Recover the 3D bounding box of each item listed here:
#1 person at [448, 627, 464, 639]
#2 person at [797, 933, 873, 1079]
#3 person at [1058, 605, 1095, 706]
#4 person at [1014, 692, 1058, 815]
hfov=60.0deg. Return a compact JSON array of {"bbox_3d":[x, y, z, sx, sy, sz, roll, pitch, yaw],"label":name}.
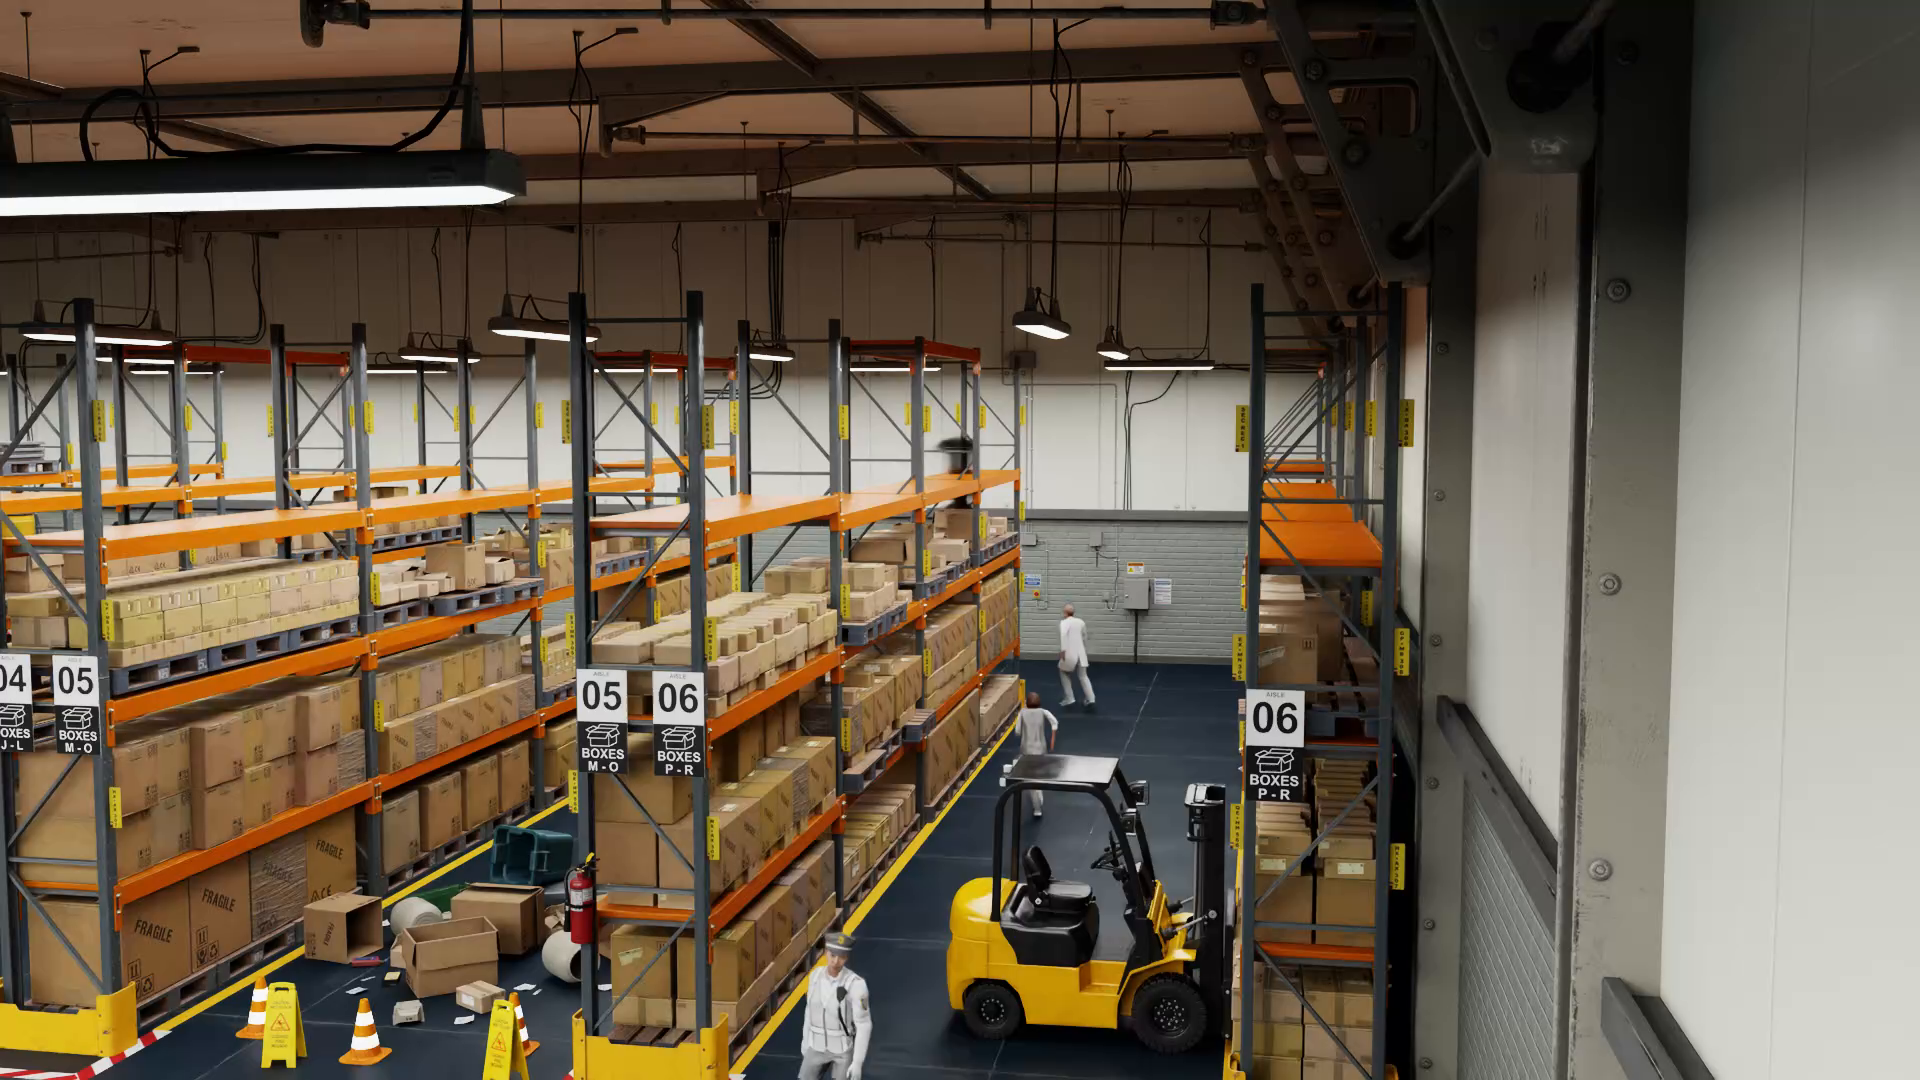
[{"bbox_3d":[-8.084,2.115,27.195,0.653,1.739,0.825,0,5,-1],"label":"person"},{"bbox_3d":[-0.892,3.434,11.296,0.709,1.647,0.545,2,5,19],"label":"person"},{"bbox_3d":[1.955,2.041,28.434,0.691,1.736,0.956,-2,5,-26],"label":"person"},{"bbox_3d":[0.961,2.704,21.113,0.530,1.526,0.736,0,5,-3],"label":"person"}]
